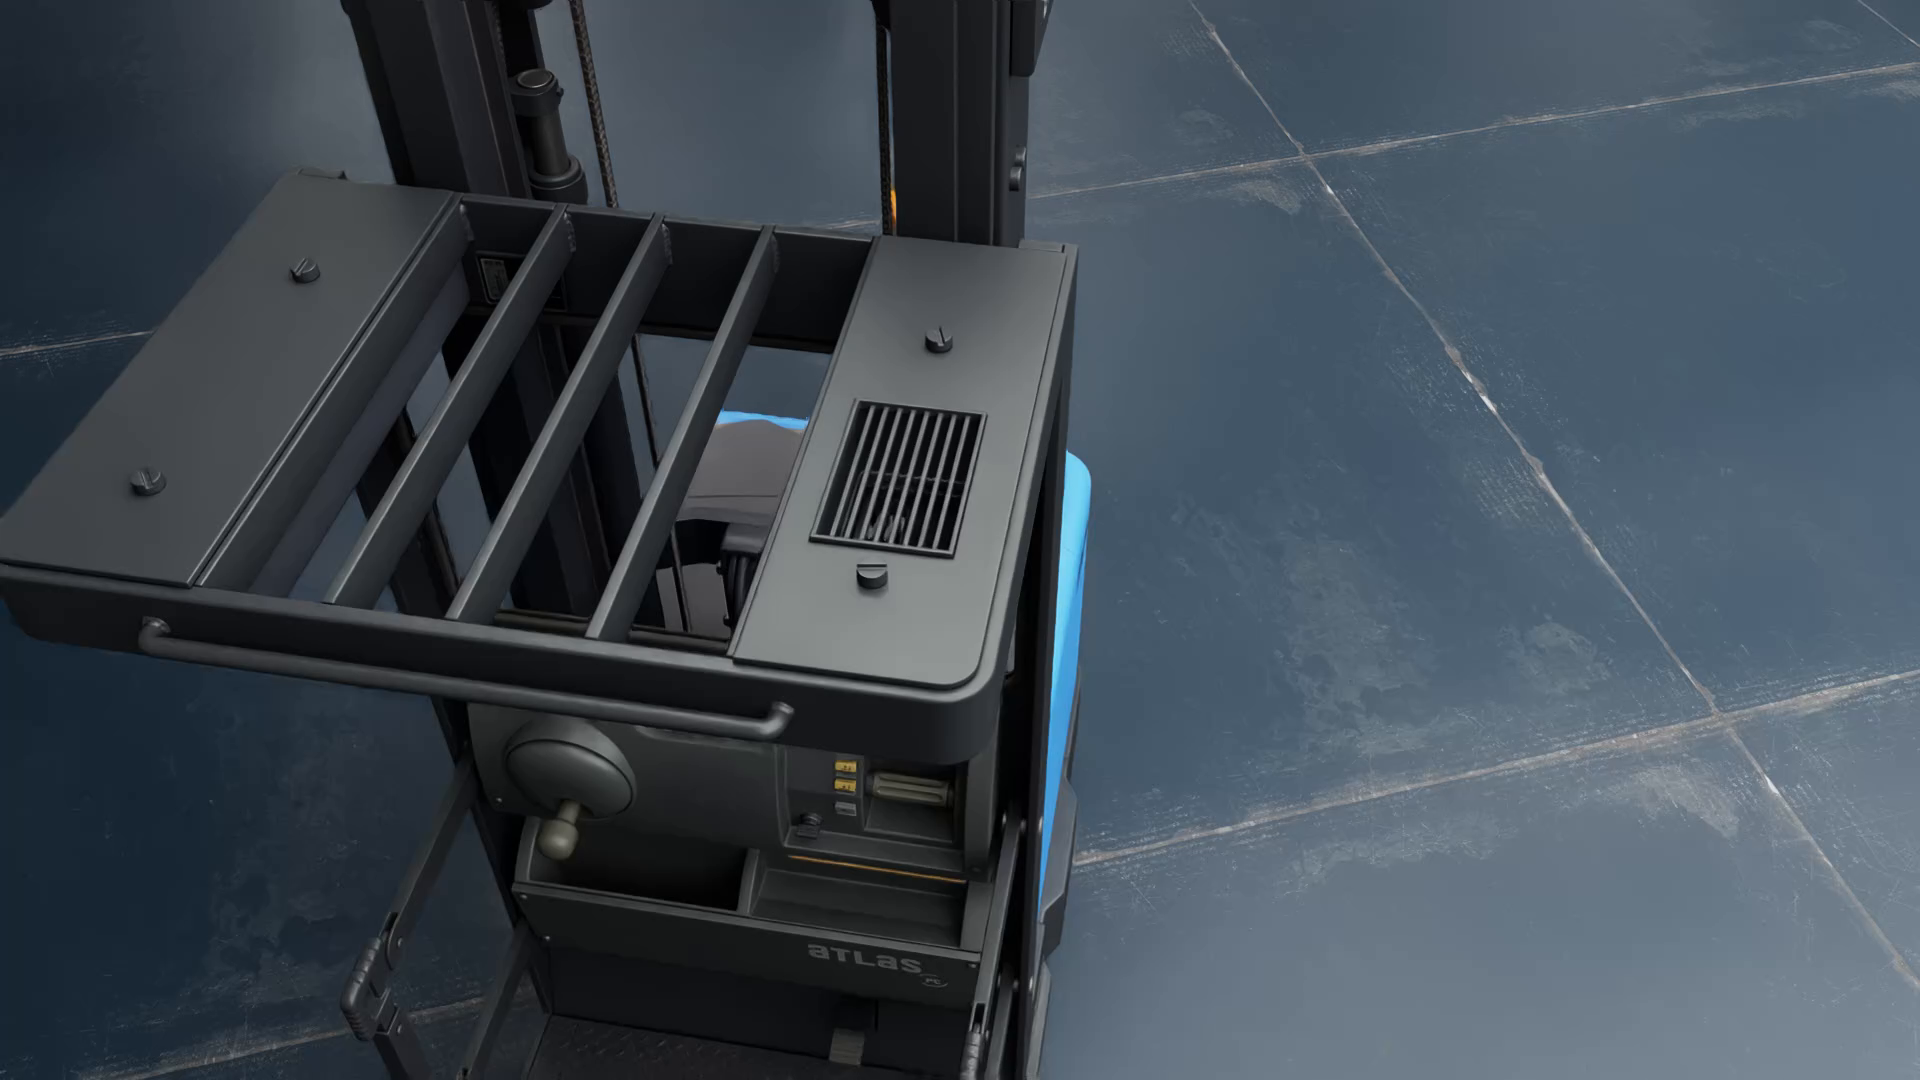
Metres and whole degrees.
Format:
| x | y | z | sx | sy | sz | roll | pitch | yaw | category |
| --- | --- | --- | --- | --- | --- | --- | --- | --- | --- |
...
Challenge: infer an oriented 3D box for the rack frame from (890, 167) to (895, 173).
| x | y | z | sx | sy | sz | roll | pitch | yaw | category |
| --- | --- | --- | --- | --- | --- | --- | --- | --- | --- |
| -0.105 | -0.703 | 5.099 | 0.240 | 1.200 | 0.015 | -11 | 47 | -10 | rack frame |

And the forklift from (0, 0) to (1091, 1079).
| x | y | z | sx | sy | sz | roll | pitch | yaw | category |
| --- | --- | --- | --- | --- | --- | --- | --- | --- | --- |
| -0.432 | 0.489 | 2.719 | 1.130 | 2.935 | 3.031 | 7 | 46 | 7 | forklift |

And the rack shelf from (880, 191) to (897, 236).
| x | y | z | sx | sy | sz | roll | pitch | yaw | category |
| --- | --- | --- | --- | --- | --- | --- | --- | --- | --- |
| -0.042 | -0.809 | 4.653 | 0.258 | 0.148 | 0.480 | -11 | 47 | -10 | rack shelf |

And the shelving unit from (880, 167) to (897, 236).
| x | y | z | sx | sy | sz | roll | pitch | yaw | category |
| --- | --- | --- | --- | --- | --- | --- | --- | --- | --- |
| -0.042 | -0.534 | 4.933 | 0.258 | 1.200 | 0.503 | -11 | 47 | -10 | shelving unit |
